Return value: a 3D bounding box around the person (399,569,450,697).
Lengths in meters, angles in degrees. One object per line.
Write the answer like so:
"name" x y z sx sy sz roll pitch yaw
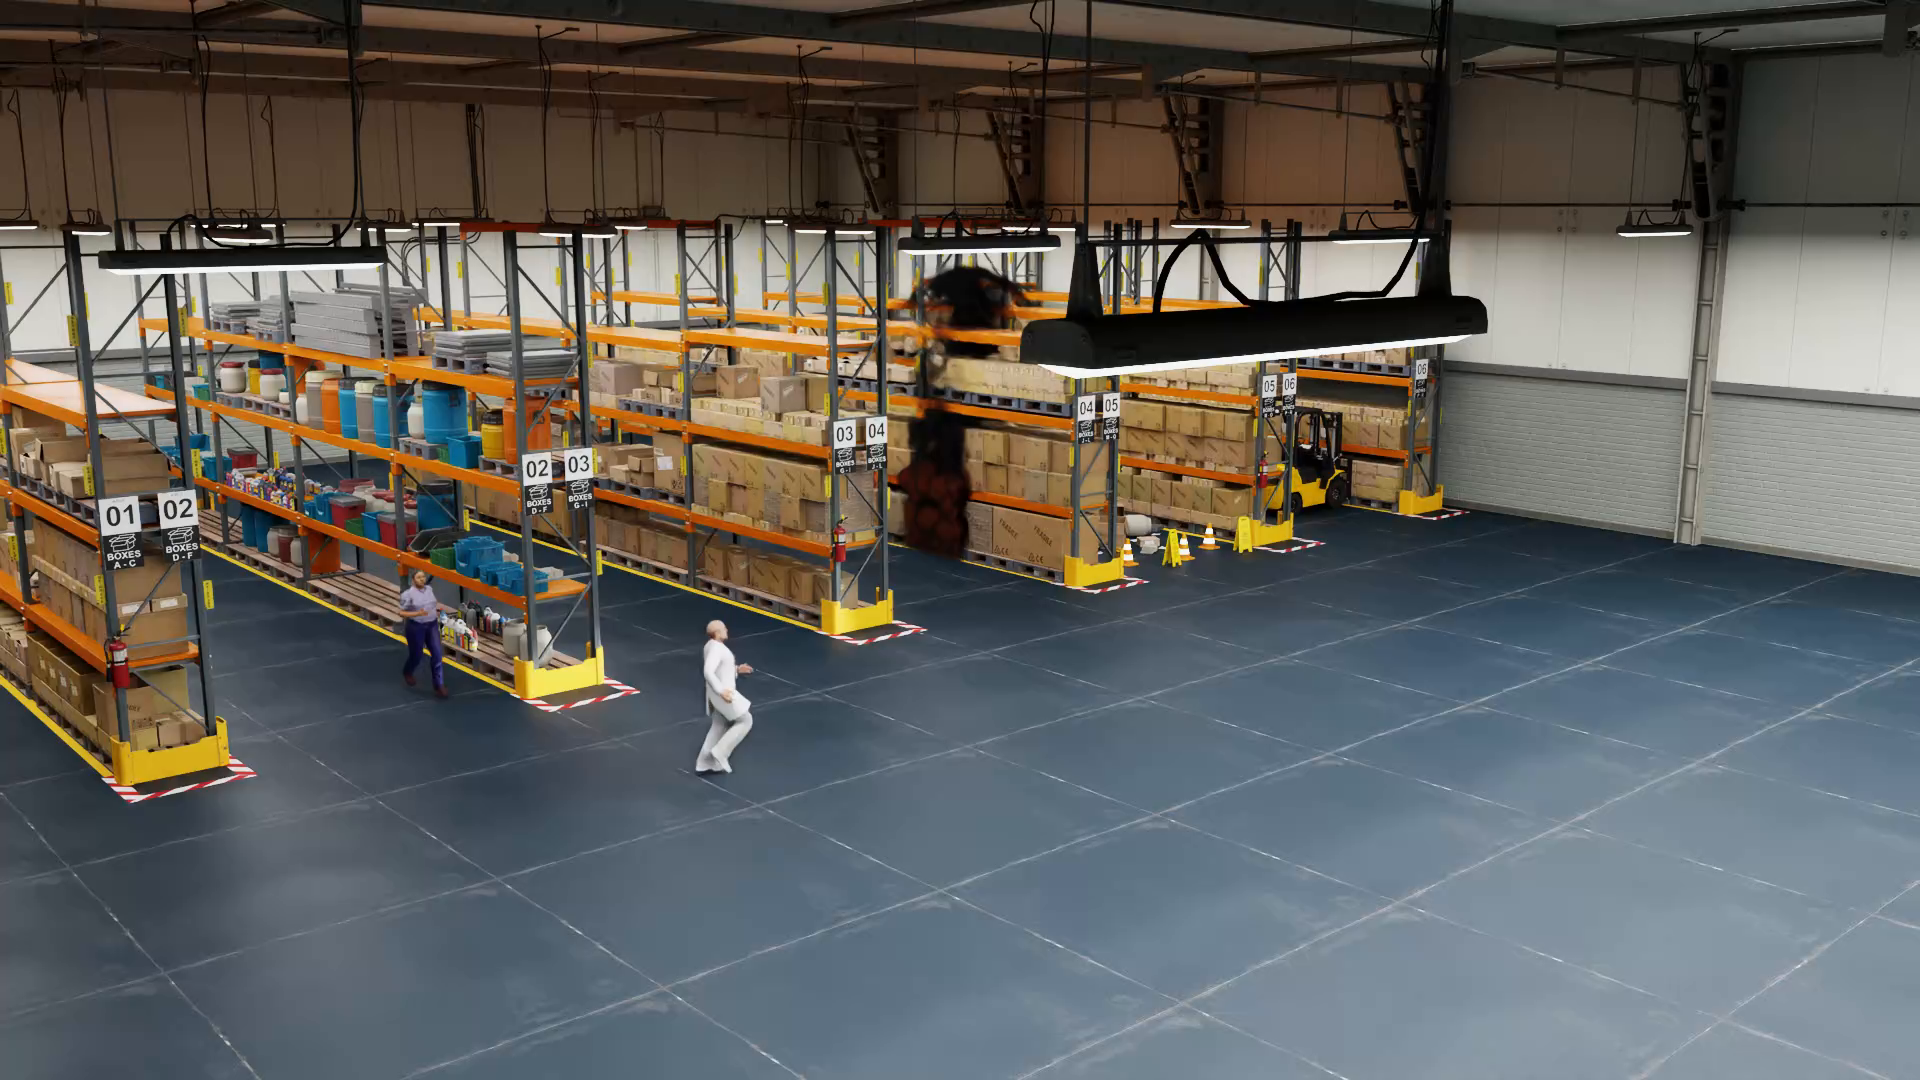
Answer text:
"person" -7.021 1.184 21.728 0.609 1.639 0.908 -11 16 -43

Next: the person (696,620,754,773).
"person" -2.643 1.753 18.701 0.709 1.748 0.677 -5 13 -25

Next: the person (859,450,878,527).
"person" -1.712 -0.746 29.861 0.703 1.758 0.671 10 15 41

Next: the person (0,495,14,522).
"person" -18.137 -0.706 31.329 0.861 1.623 0.606 5 12 21
